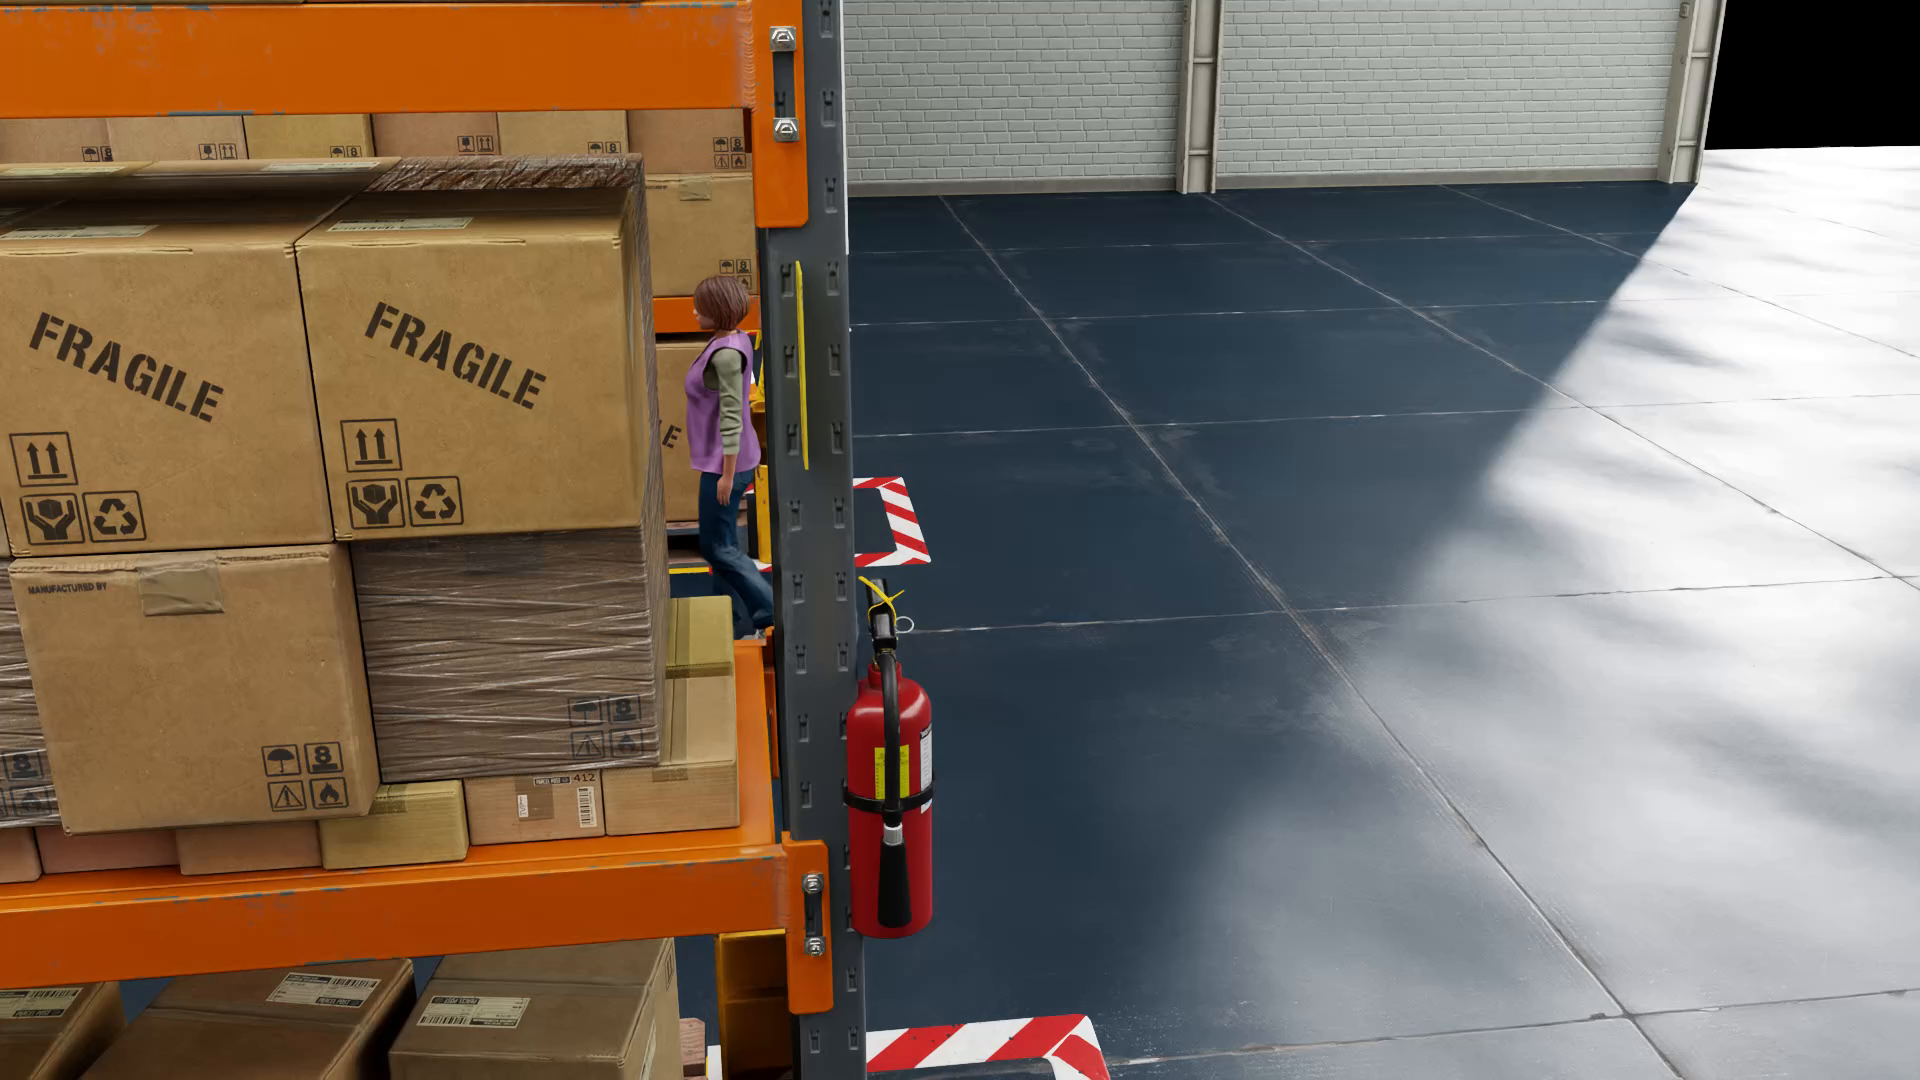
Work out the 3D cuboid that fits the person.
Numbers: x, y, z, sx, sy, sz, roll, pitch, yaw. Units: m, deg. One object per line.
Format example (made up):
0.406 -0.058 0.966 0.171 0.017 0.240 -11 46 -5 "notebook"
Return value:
-0.976 -0.312 6.911 0.540 1.600 0.444 0 20 -1 "person"
